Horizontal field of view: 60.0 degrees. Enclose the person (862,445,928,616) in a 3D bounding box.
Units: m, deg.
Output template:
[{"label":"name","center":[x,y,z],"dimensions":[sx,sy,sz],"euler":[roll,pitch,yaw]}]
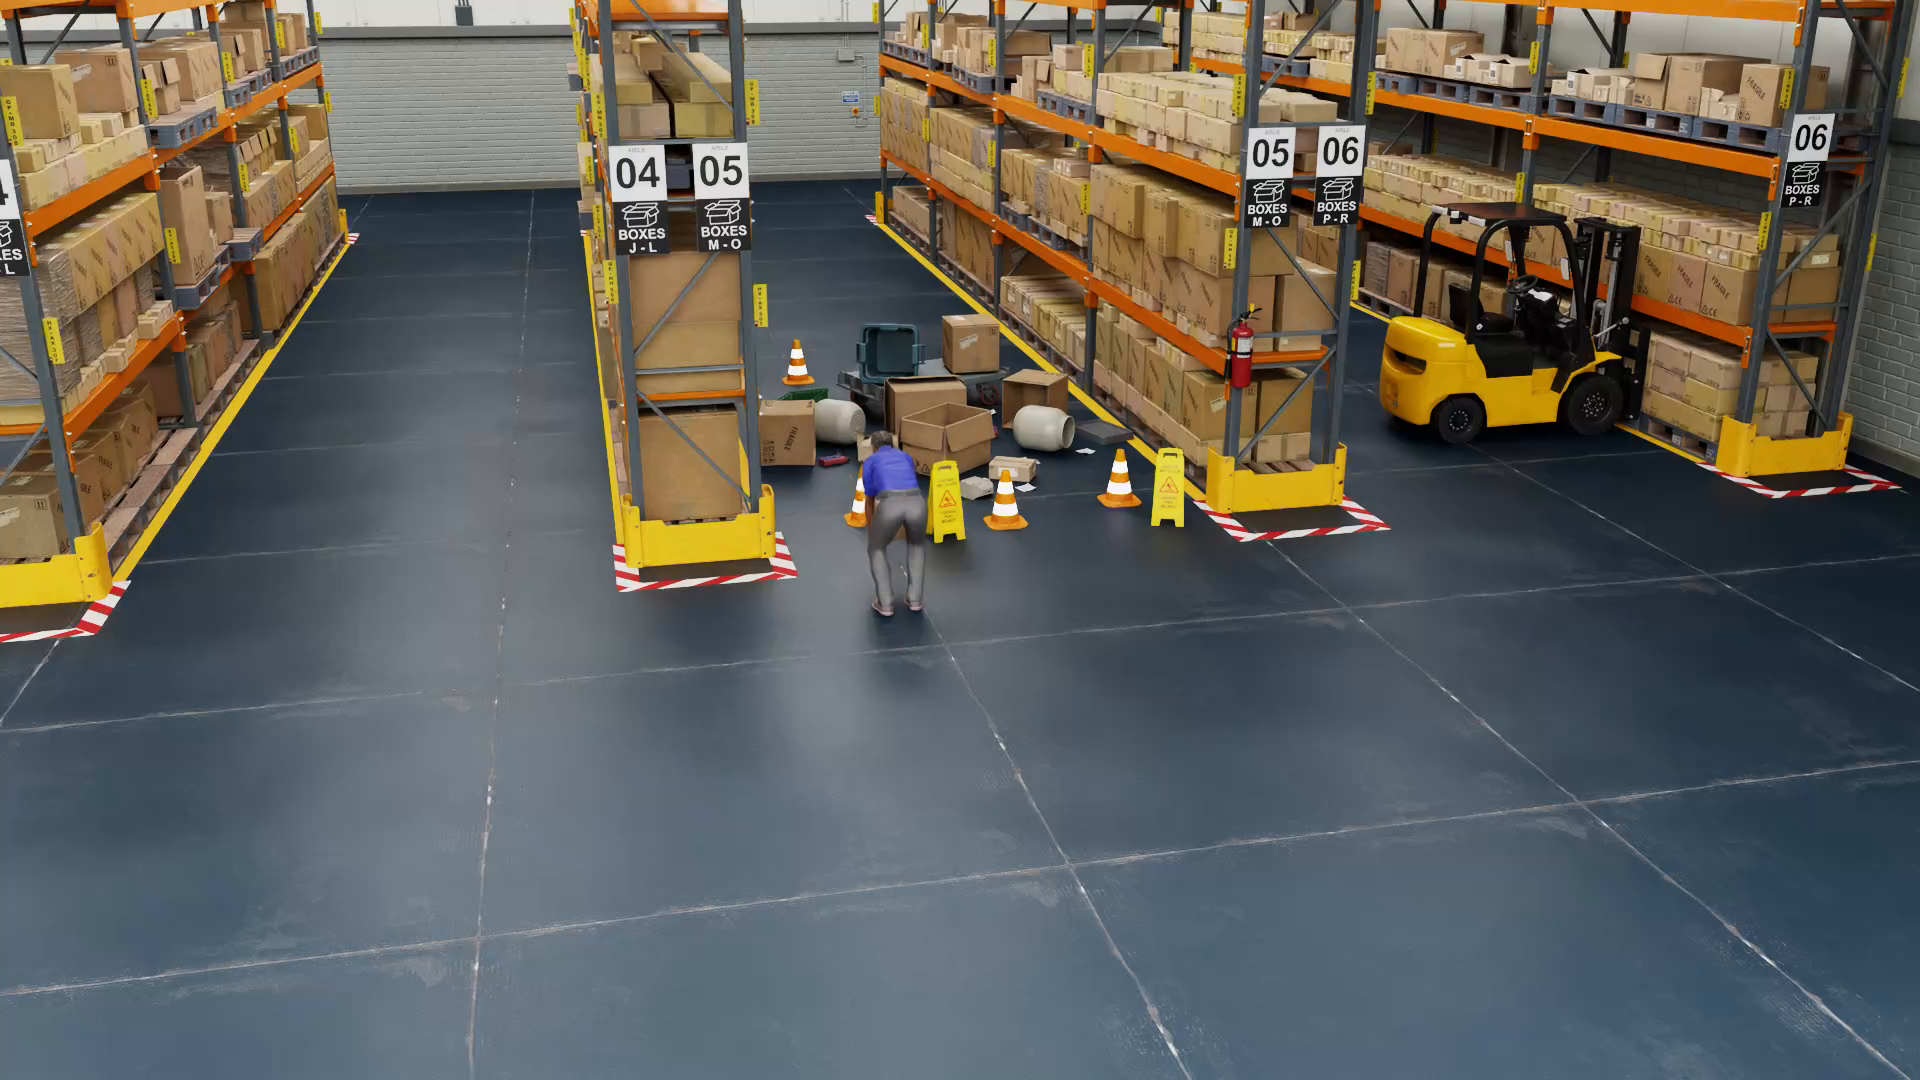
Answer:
[{"label":"person","center":[-0.459,-0.057,12.002],"dimensions":[0.422,1.148,0.625],"euler":[-5,20,-14]}]
